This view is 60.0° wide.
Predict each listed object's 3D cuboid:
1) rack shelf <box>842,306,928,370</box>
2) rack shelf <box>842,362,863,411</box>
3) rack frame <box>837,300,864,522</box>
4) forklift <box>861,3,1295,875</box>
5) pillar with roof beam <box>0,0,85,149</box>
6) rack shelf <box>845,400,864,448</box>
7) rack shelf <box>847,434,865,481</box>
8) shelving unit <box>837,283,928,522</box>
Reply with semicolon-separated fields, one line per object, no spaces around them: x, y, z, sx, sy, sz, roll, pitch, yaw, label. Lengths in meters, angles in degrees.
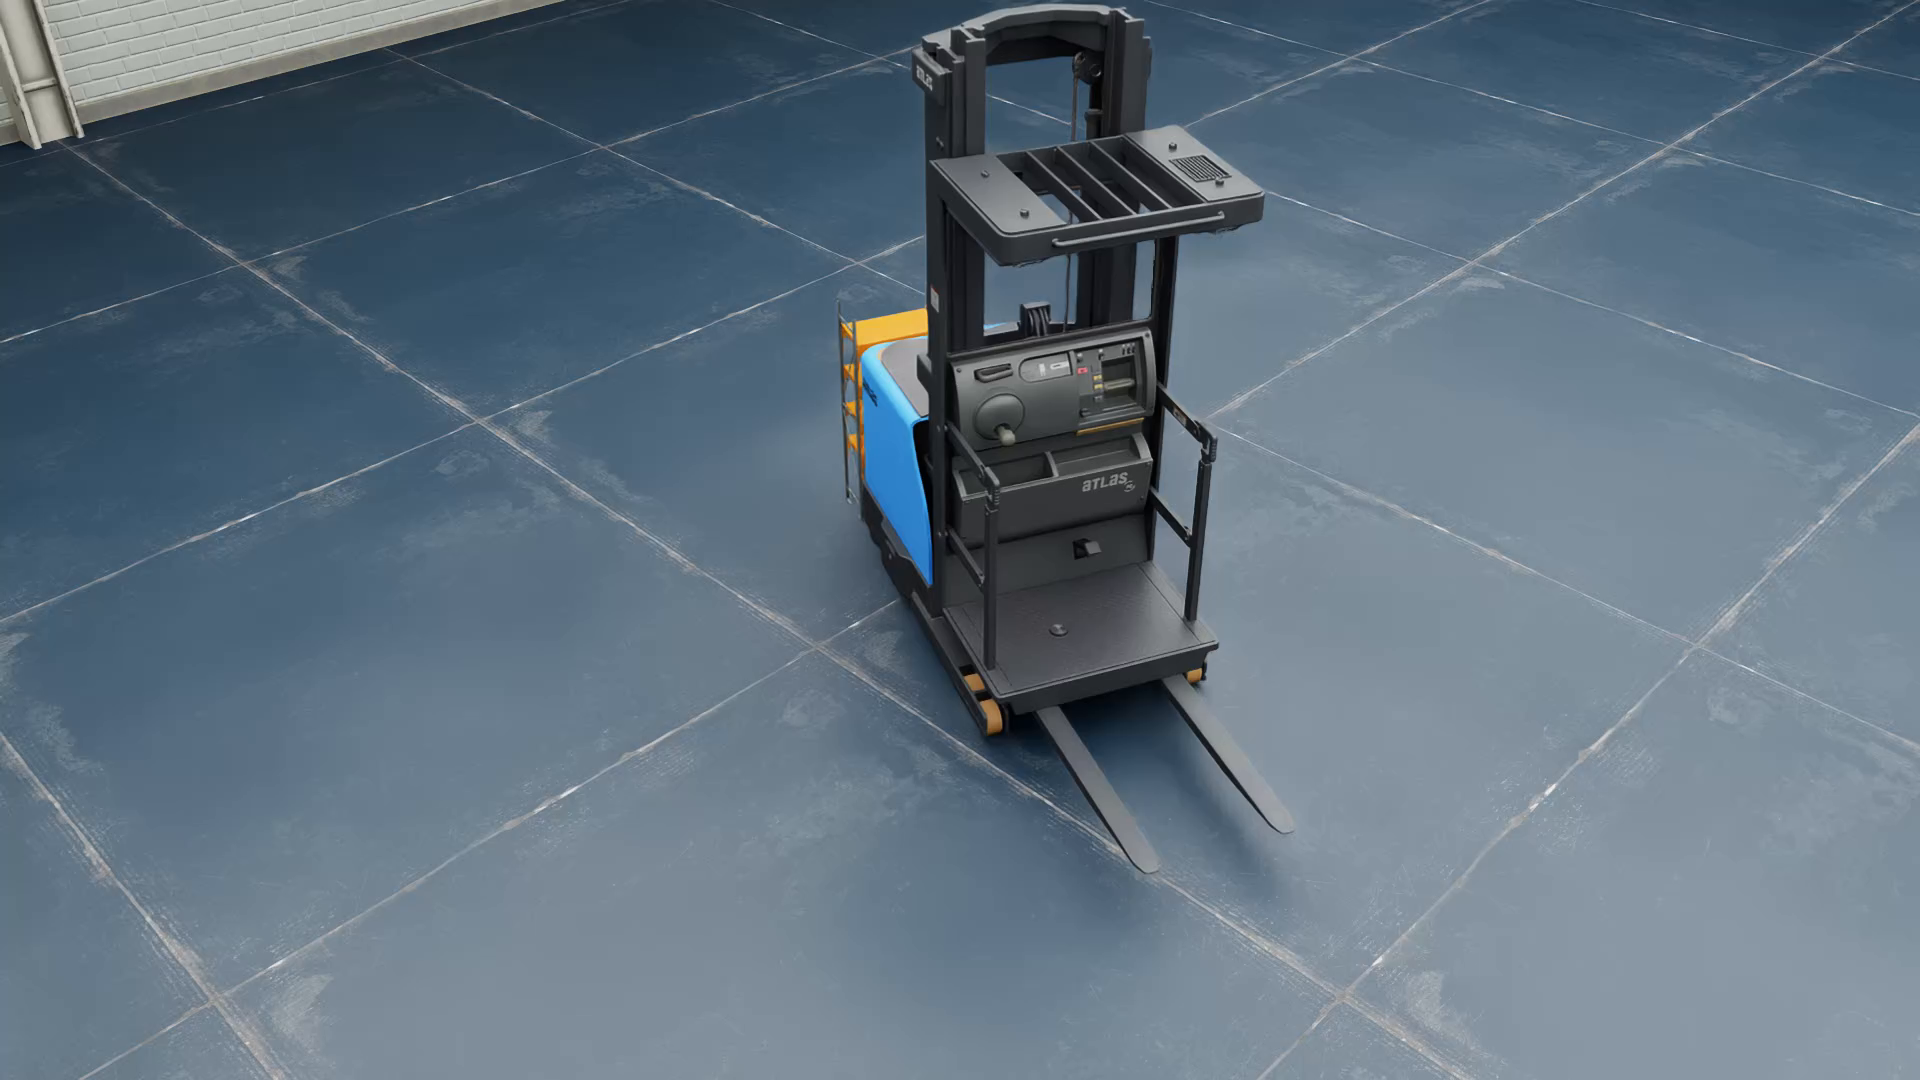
-0.344;-1.033;8.486;0.480;0.148;0.258;-14;37;-19;rack shelf
-0.344;-0.839;8.621;0.480;0.148;0.258;-14;37;-19;rack shelf
-0.568;-0.654;8.630;0.015;1.200;0.240;-14;37;-19;rack frame
0.495;-0.593;7.029;1.130;2.935;3.031;-12;37;-17;forklift
-4.249;-5.193;8.321;9.100;9.000;0.400;30;45;35;pillar with roof beam
-0.344;-0.655;8.749;0.480;0.148;0.258;-14;37;-19;rack shelf
-0.344;-0.492;8.862;0.480;0.148;0.258;-14;37;-19;rack shelf
-0.344;-0.710;8.710;0.503;1.200;0.258;-14;37;-19;shelving unit
